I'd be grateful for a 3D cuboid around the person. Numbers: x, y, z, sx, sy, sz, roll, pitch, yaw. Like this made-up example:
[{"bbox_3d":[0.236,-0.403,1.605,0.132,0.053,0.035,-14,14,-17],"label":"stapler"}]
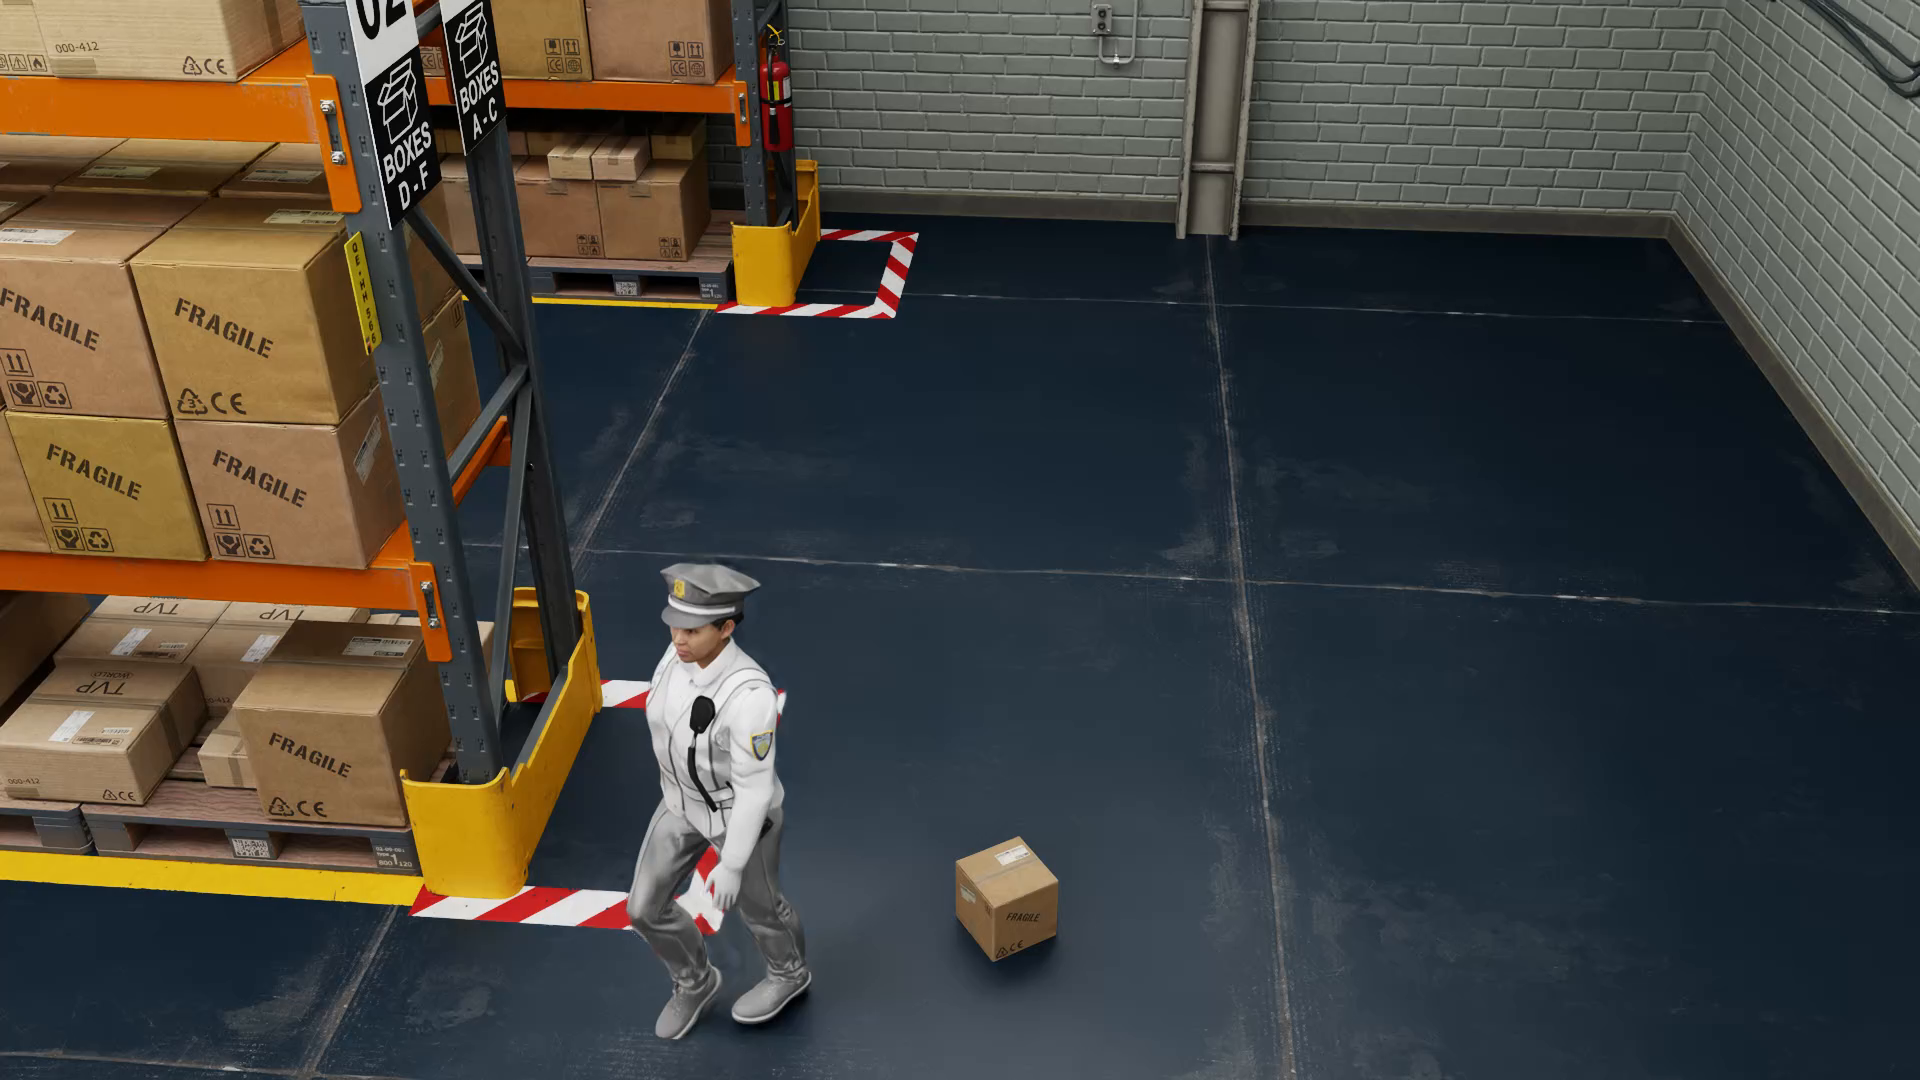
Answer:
[{"bbox_3d":[-0.700,0.815,4.823,0.523,1.744,0.509,27,41,36],"label":"person"}]
